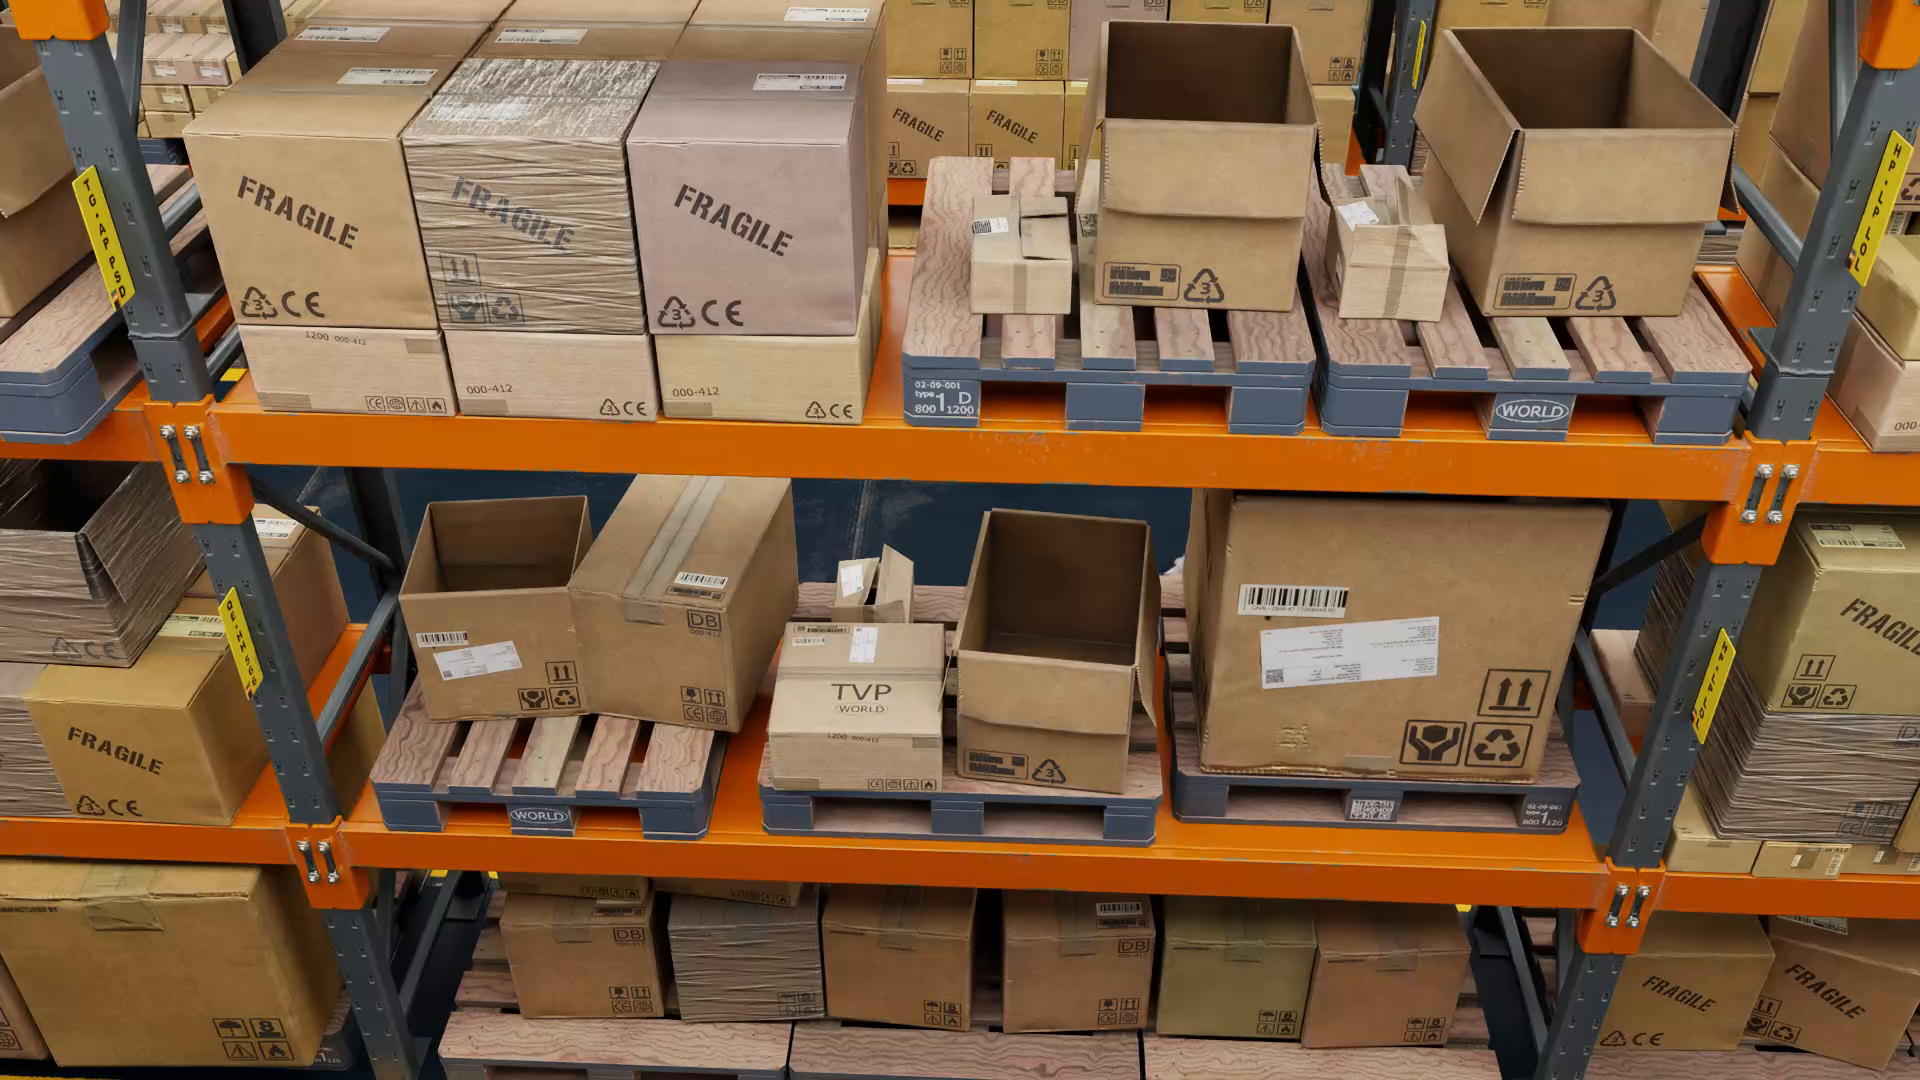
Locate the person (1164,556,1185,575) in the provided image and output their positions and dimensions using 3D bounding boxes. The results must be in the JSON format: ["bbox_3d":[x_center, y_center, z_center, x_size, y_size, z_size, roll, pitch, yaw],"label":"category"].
[{"bbox_3d":[1.430,-0.276,7.512,0.919,1.633,0.449,-2,36,-2],"label":"person"}]
